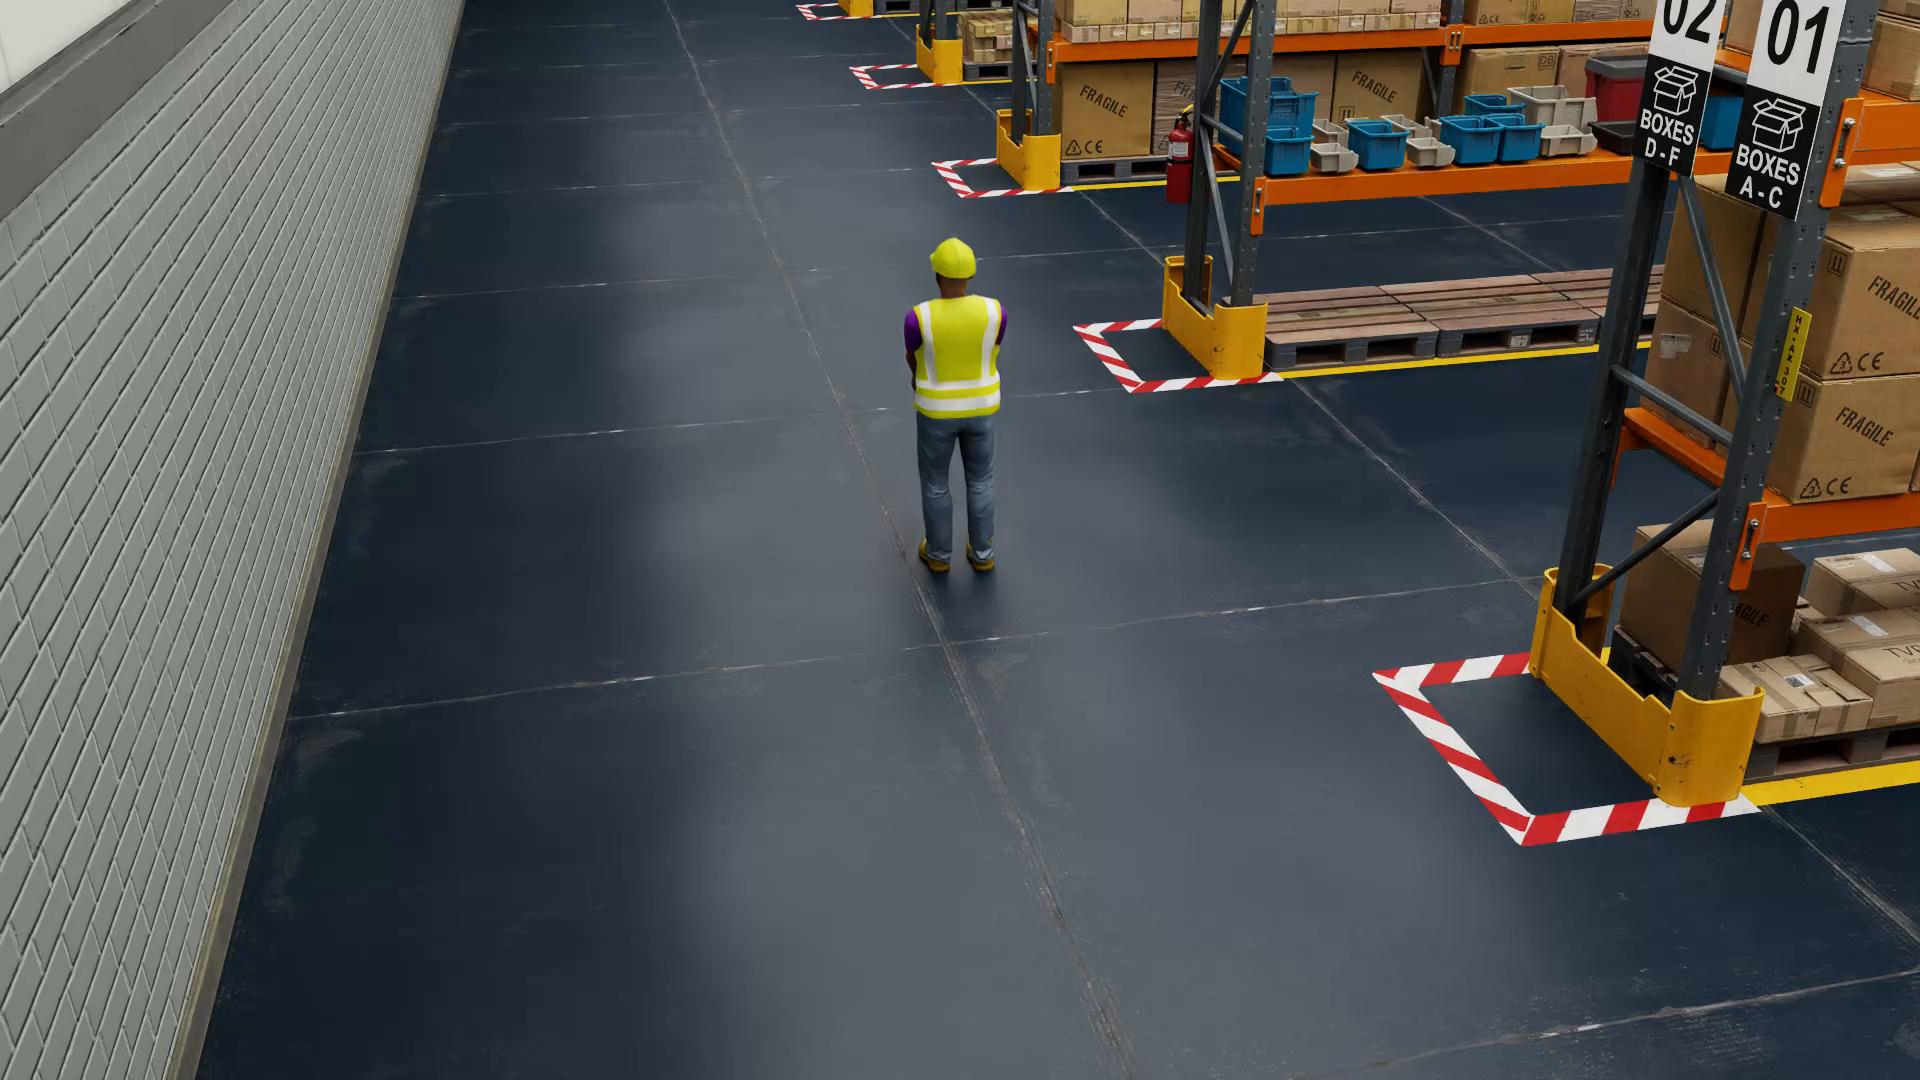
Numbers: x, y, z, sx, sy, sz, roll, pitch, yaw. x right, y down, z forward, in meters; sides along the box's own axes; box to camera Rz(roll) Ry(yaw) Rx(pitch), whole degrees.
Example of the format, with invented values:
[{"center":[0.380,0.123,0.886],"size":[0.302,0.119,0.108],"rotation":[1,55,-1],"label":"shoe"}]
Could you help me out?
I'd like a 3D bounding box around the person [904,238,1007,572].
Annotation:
[{"center":[-0.049,-0.694,8.353],"size":[0.504,1.760,0.583],"rotation":[-5,27,-11],"label":"person"}]
